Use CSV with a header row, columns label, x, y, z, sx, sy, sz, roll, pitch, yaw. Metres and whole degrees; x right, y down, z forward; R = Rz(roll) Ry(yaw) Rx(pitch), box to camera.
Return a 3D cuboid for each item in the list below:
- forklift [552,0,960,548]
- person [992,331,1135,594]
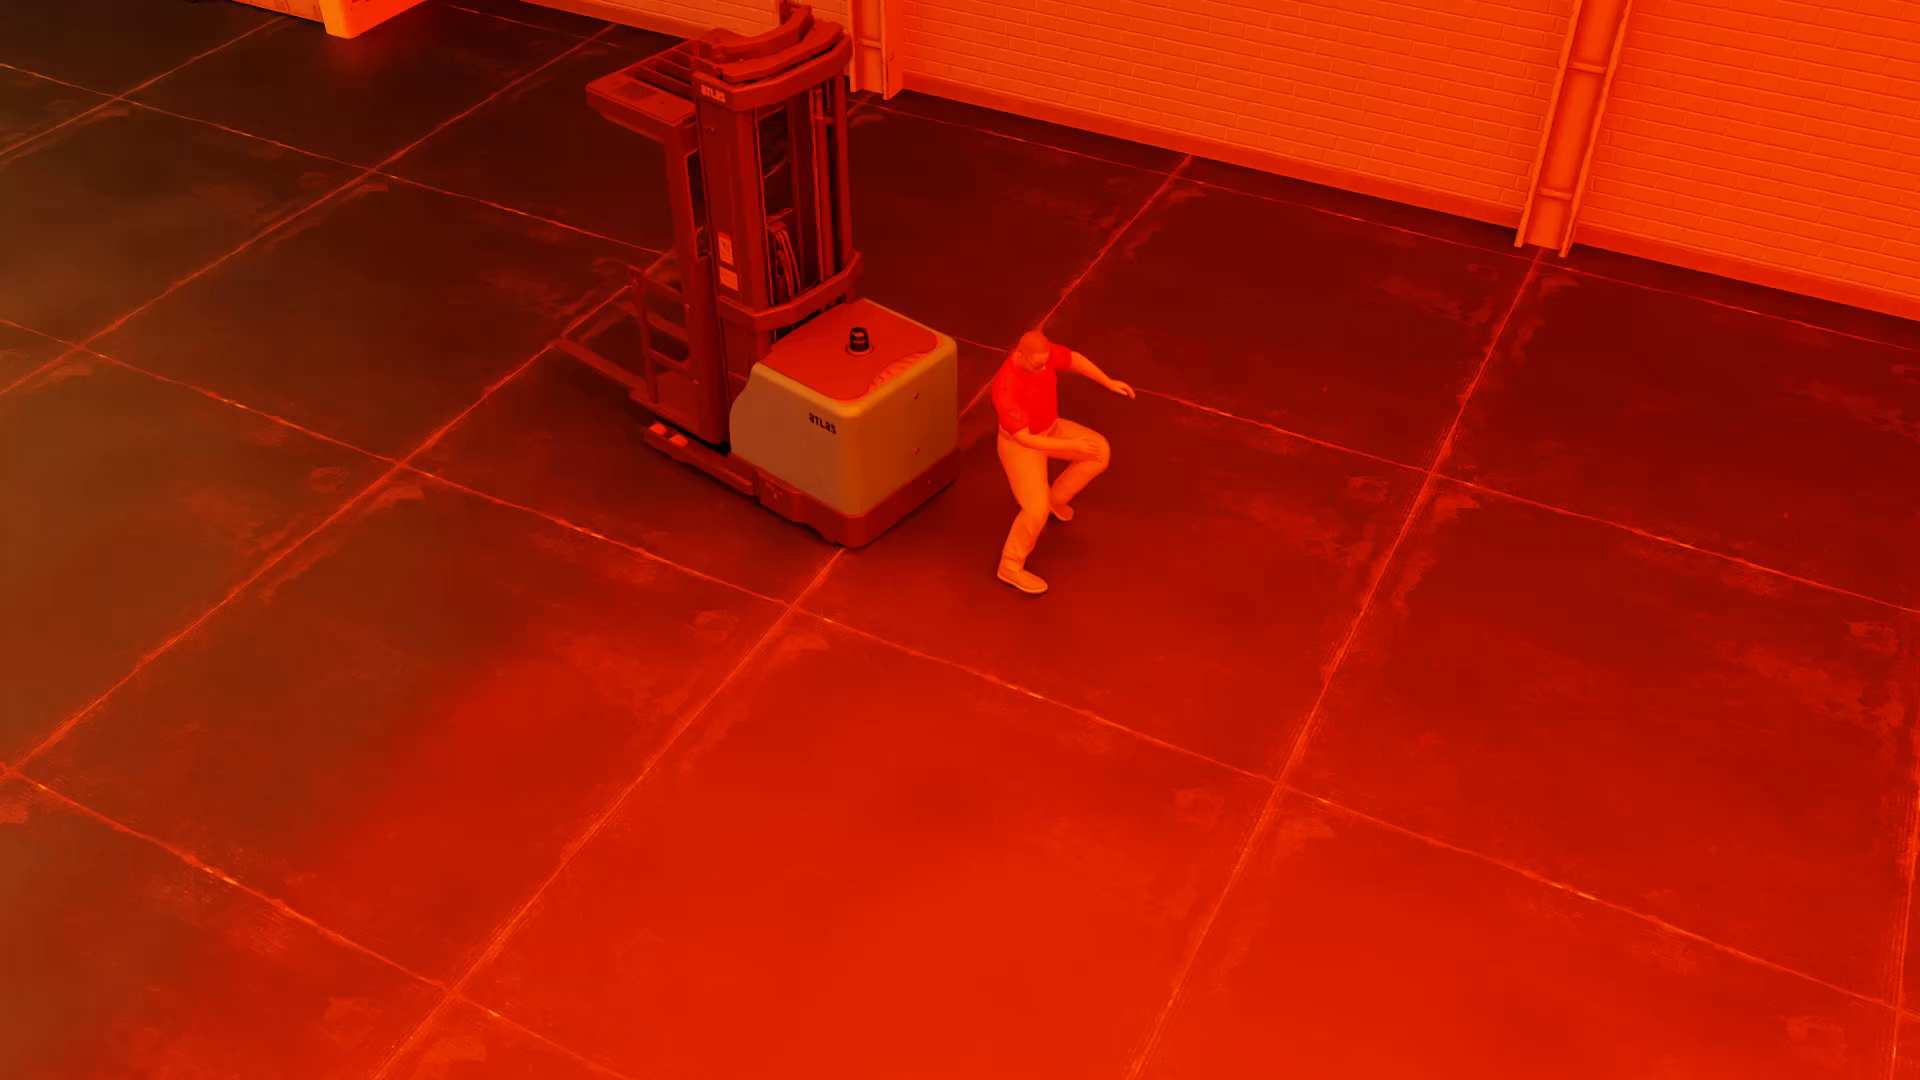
label,x,y,z,sx,sy,sz,roll,pitch,yaw
forklift,-1.457,-1.874,10.212,3.031,2.935,1.130,28,48,29
person,0.570,-0.552,9.747,0.742,1.522,0.950,28,48,29
